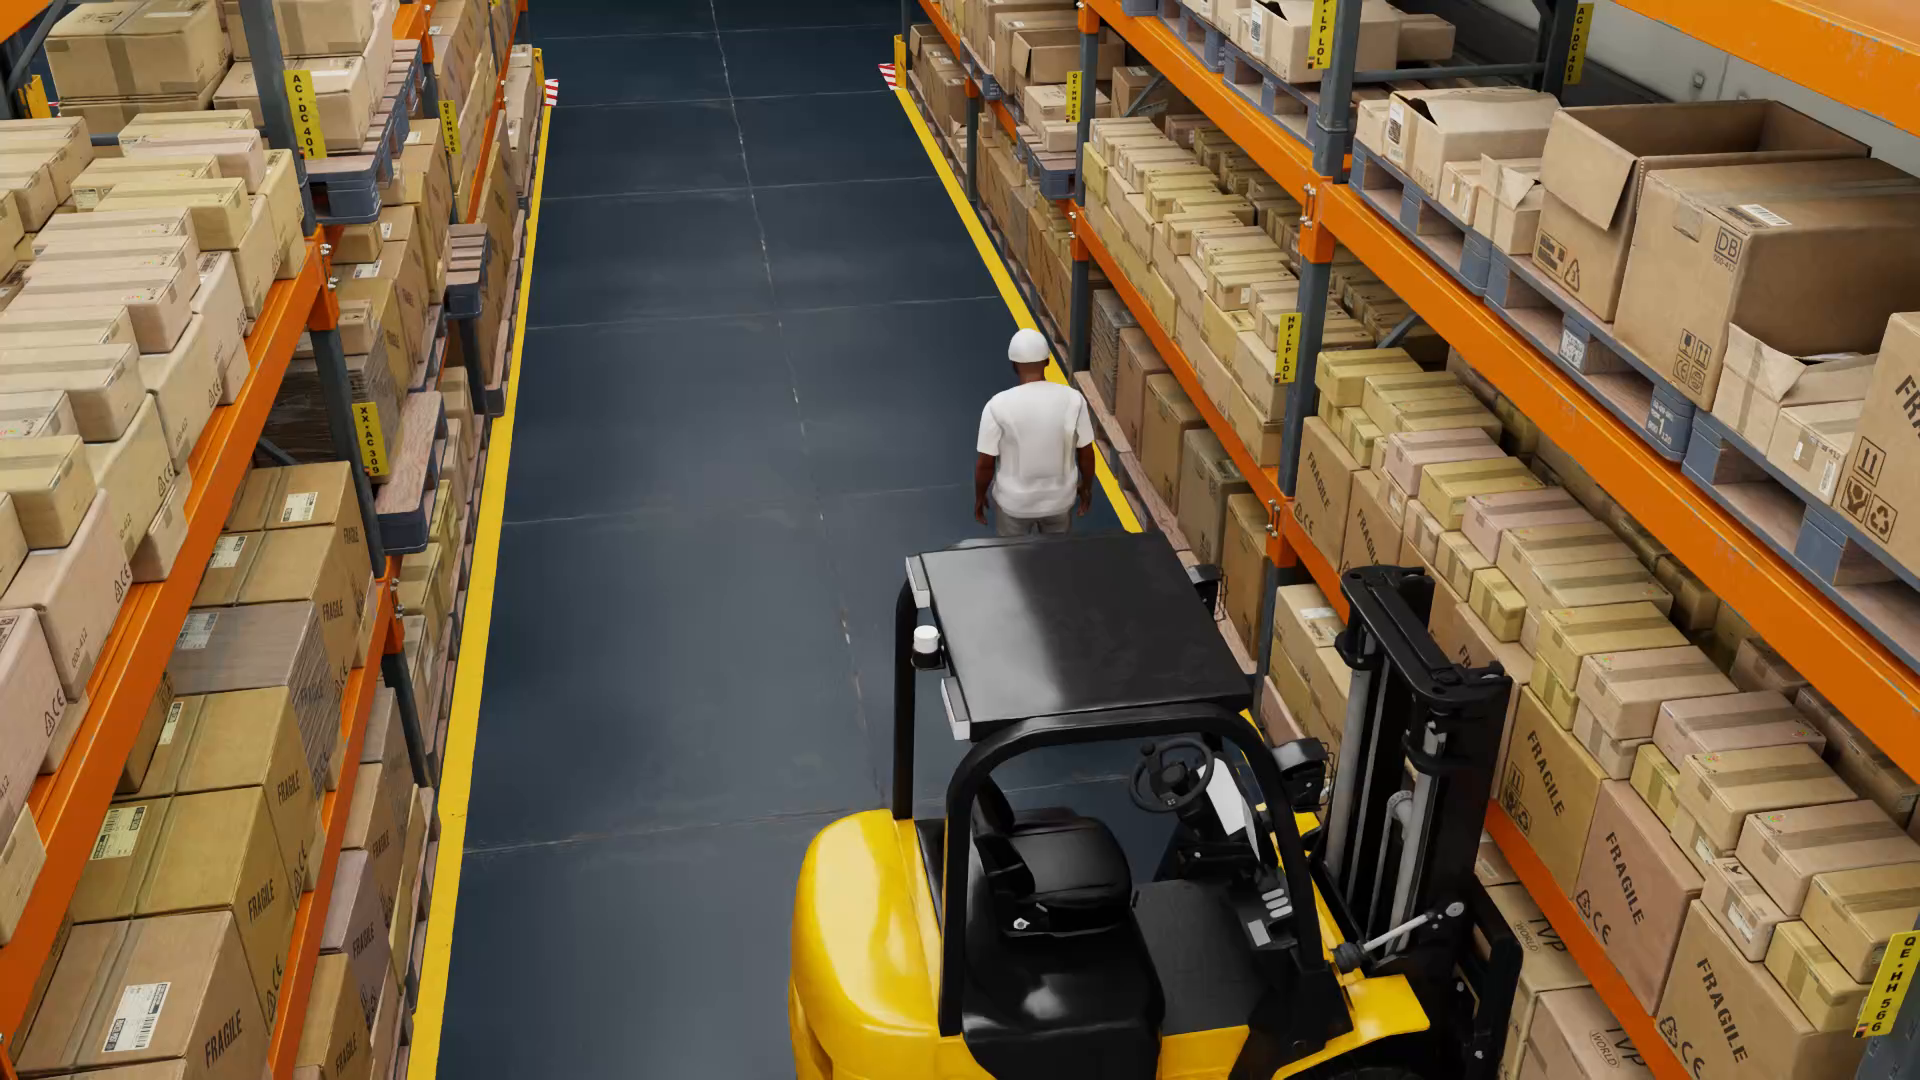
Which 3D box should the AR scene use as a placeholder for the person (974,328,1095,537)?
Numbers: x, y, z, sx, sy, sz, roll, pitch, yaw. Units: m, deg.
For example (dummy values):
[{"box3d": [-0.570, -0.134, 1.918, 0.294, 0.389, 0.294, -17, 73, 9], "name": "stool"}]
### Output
[{"box3d": [0.375, -0.242, 8.530, 0.627, 1.760, 0.461, -5, 31, -9], "name": "person"}]
